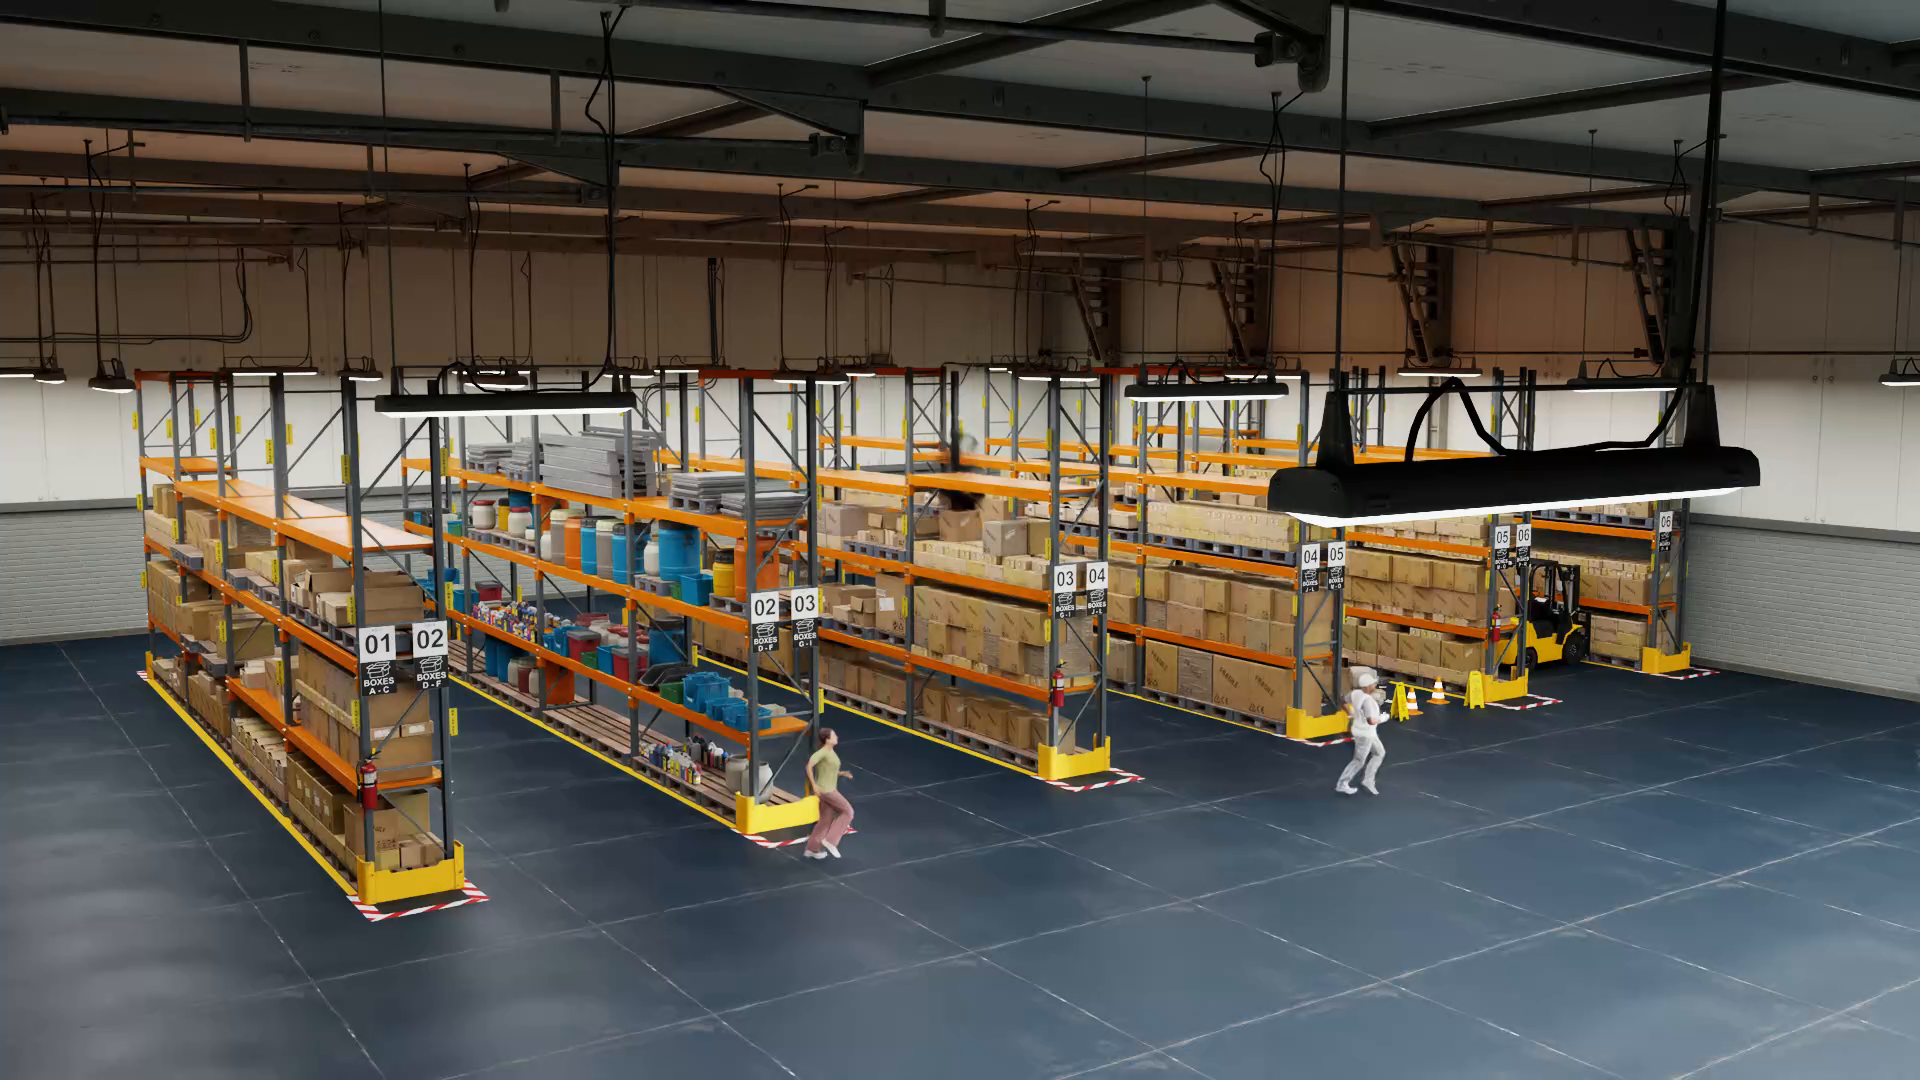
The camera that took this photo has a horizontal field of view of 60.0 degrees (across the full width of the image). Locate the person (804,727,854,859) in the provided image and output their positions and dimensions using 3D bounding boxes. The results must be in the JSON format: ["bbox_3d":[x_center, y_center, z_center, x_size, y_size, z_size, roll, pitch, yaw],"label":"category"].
[{"bbox_3d":[-1.642,3.154,20.867,0.630,1.634,0.569,0,6,0],"label":"person"}]

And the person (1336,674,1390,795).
[{"bbox_3d":[5.741,2.792,23.678,0.727,1.813,0.636,1,7,8],"label":"person"}]
